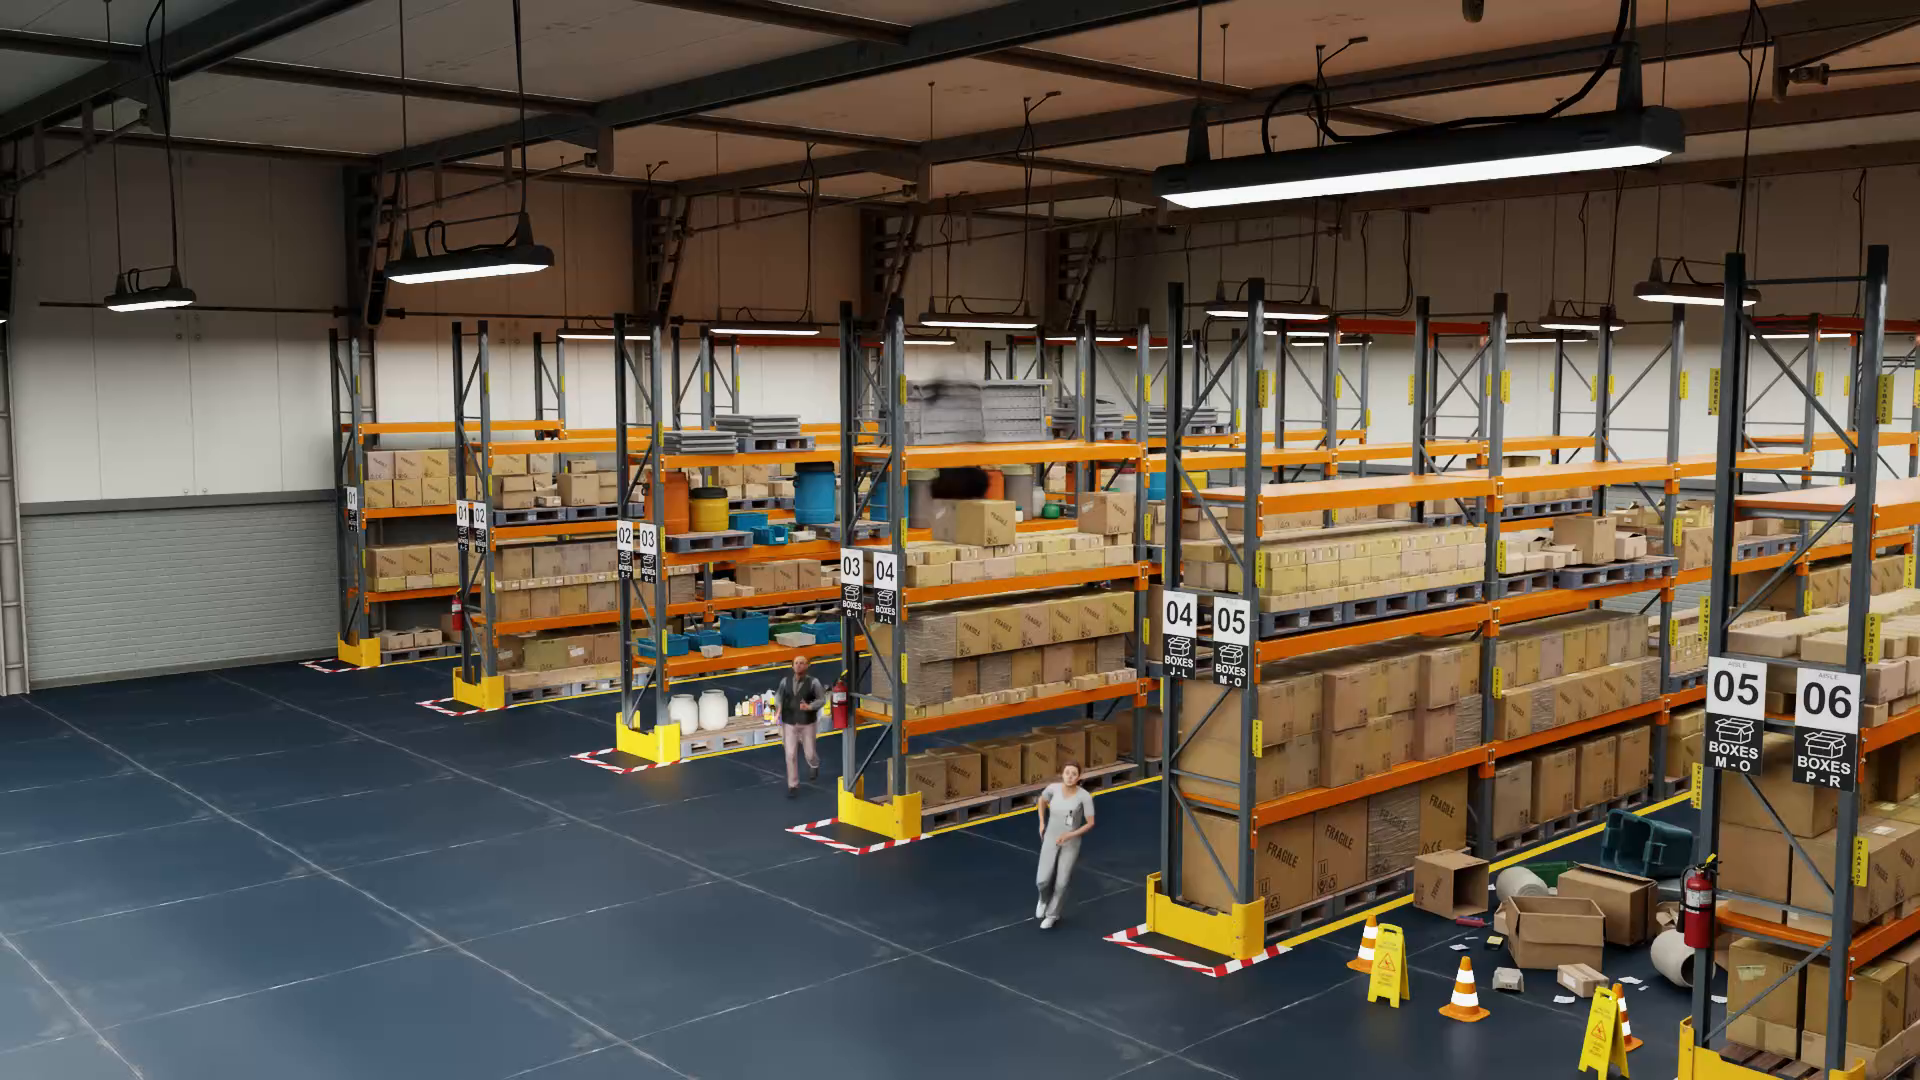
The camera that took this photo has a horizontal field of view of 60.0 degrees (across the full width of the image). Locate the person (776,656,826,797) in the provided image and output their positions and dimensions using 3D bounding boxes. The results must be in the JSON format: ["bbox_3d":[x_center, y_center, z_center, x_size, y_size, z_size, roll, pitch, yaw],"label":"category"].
[{"bbox_3d":[-1.986,2.281,20.629,0.669,1.698,0.889,1,6,7],"label":"person"}]

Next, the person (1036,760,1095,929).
[{"bbox_3d":[0.971,2.844,15.489,0.583,1.641,0.543,1,6,14],"label":"person"}]
